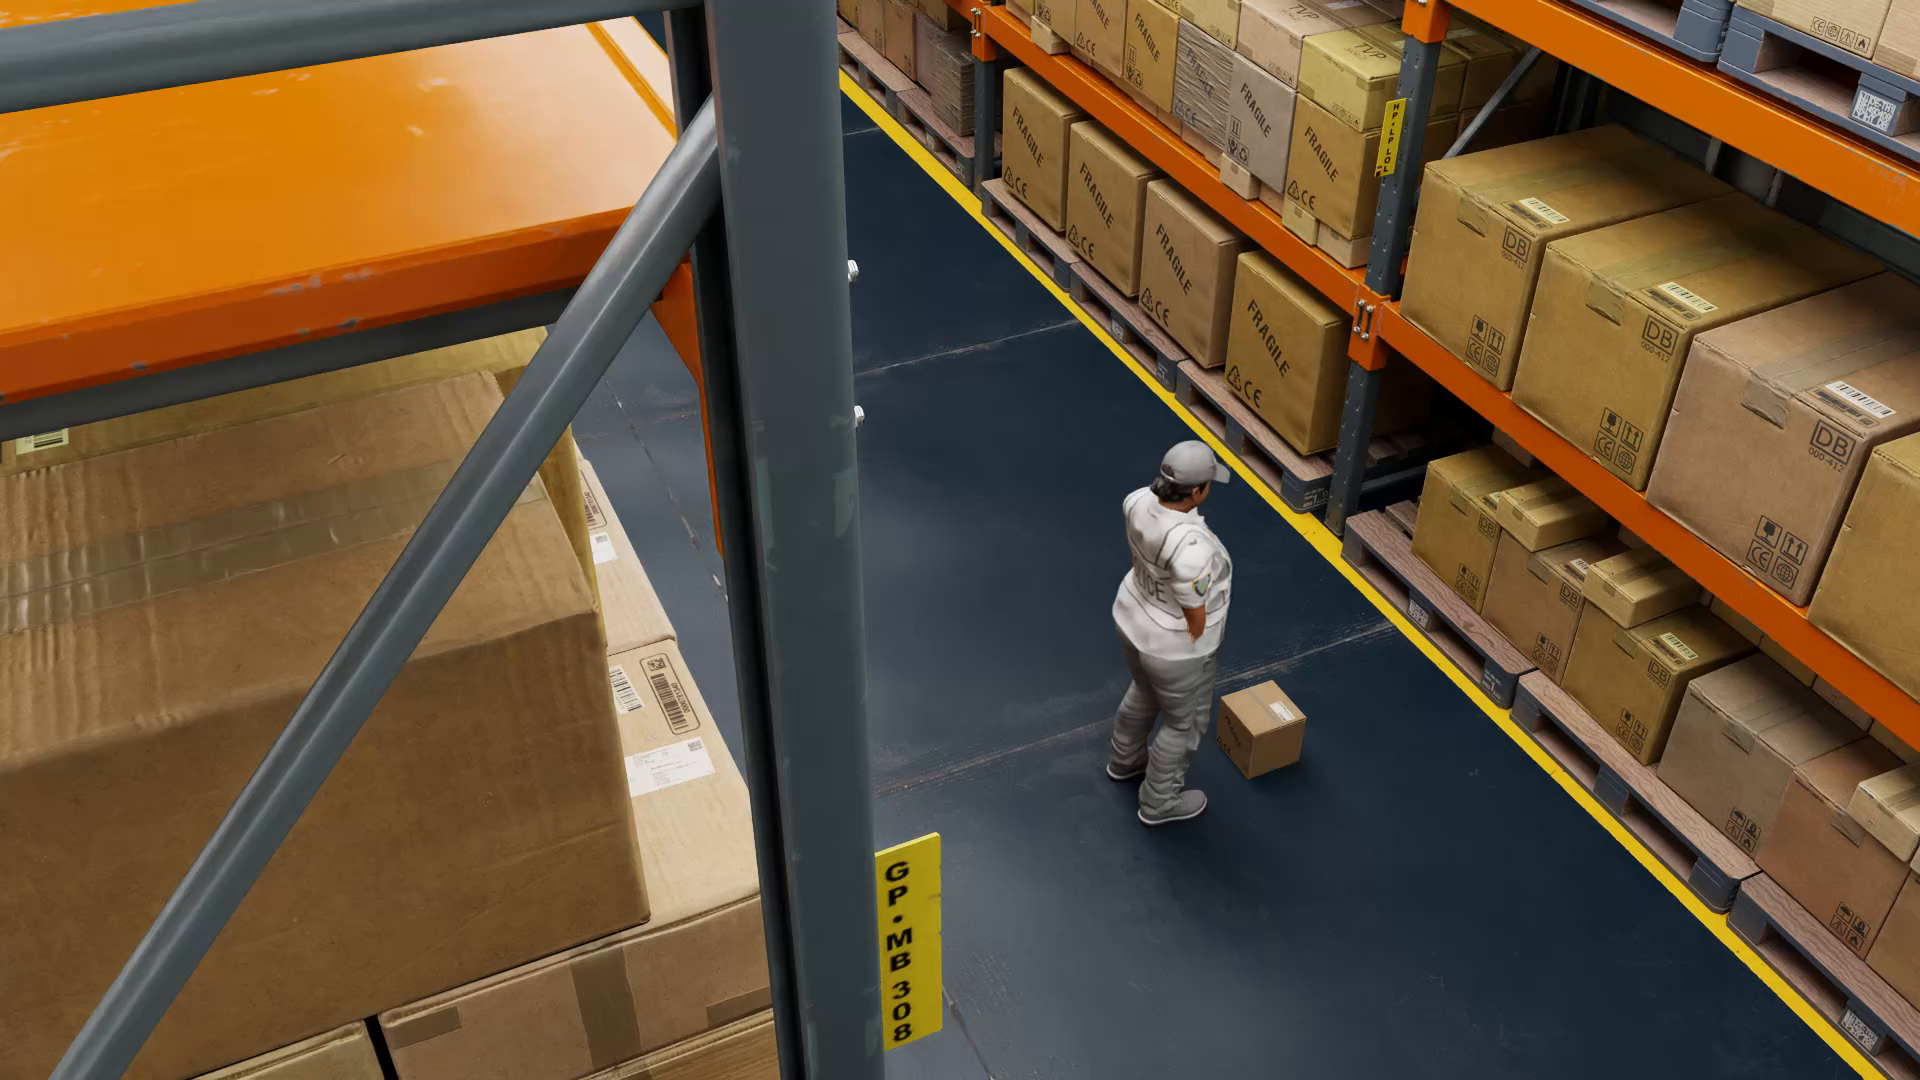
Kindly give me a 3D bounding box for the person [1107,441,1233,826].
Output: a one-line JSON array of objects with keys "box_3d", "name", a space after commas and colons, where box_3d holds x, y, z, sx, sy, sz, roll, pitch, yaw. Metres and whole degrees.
[{"box_3d": [0.790, 0.335, 6.224, 0.367, 1.656, 0.473, -15, 40, -19], "name": "person"}]
